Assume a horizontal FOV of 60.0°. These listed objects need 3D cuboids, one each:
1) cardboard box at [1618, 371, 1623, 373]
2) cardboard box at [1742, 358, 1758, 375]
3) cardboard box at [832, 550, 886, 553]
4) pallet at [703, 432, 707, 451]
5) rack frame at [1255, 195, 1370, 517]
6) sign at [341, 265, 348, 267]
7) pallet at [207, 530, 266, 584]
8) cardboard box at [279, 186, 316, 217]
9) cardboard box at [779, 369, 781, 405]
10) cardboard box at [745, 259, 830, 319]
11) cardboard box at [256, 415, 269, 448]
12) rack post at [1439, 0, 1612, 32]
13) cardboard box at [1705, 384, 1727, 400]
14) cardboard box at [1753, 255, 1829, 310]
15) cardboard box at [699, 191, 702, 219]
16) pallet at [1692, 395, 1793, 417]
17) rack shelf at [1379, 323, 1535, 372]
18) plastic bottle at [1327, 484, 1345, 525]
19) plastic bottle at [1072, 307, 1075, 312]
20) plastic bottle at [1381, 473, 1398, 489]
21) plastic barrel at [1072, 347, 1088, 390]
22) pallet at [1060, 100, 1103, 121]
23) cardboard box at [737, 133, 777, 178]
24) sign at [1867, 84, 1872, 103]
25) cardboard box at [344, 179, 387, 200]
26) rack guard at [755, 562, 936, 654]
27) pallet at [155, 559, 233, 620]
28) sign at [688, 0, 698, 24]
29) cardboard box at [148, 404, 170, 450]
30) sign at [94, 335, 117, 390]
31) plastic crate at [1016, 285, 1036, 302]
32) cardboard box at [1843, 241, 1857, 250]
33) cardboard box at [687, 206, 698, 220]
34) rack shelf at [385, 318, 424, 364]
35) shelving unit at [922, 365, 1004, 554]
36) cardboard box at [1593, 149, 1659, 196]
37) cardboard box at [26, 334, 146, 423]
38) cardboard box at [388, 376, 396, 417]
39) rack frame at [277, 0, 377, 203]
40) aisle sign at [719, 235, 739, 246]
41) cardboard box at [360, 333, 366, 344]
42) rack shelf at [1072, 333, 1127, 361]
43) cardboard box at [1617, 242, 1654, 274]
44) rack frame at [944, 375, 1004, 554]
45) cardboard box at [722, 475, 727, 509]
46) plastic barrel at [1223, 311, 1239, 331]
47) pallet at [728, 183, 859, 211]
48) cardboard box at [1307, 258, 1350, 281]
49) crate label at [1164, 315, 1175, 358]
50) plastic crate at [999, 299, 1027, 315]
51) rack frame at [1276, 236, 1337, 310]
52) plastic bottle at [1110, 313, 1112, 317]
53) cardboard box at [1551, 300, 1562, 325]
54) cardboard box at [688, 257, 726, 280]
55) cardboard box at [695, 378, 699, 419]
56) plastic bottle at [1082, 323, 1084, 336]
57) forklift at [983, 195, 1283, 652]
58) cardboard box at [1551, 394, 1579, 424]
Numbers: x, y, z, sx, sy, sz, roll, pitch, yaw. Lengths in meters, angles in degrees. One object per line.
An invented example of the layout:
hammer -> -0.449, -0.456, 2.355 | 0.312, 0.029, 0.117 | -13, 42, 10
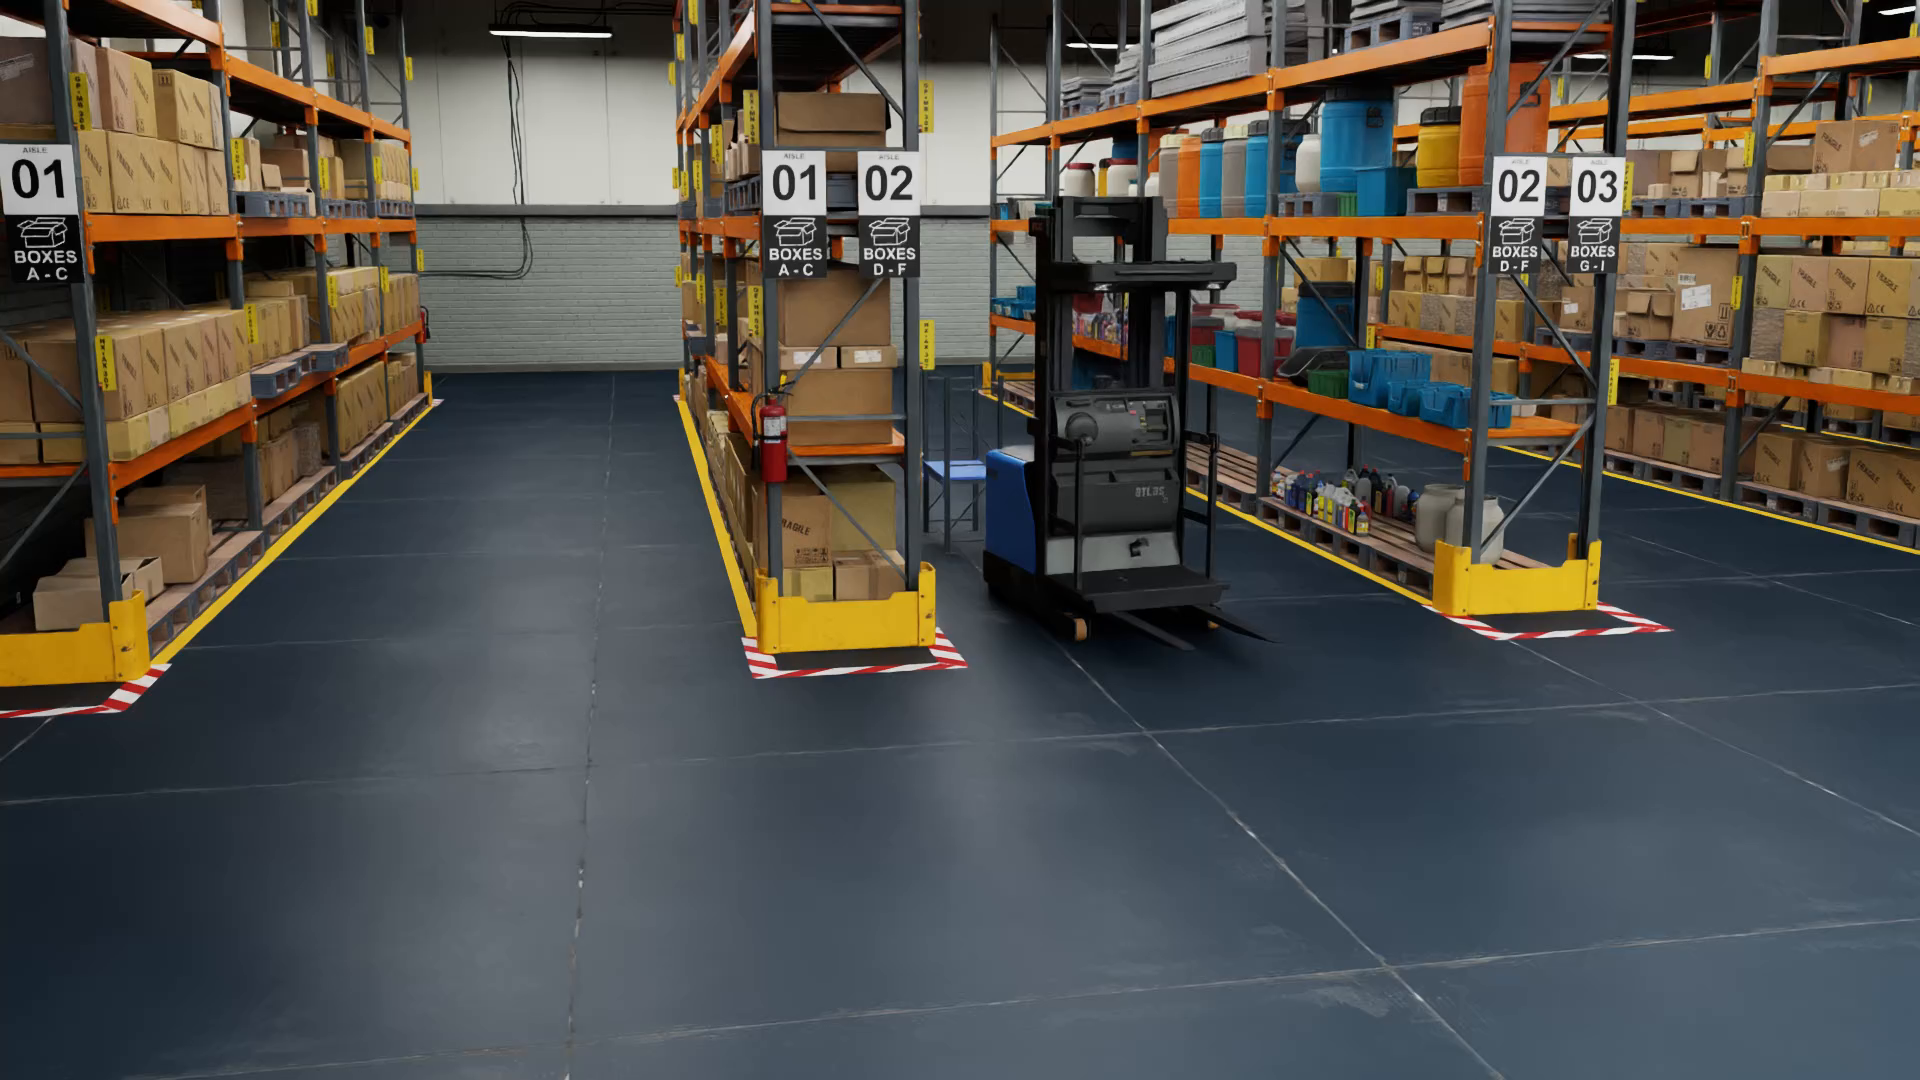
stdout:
cardboard box -> 10.935, -2.804, 27.110 | 0.380, 0.149, 0.250 | -2, 11, -8
cardboard box -> 7.924, -1.709, 16.325 | 0.380, 0.149, 0.250 | -2, 11, -11
cardboard box -> -0.750, 0.157, 12.081 | 0.500, 0.250, 0.500 | -2, 11, -11
pallet -> -2.661, -1.249, 20.692 | 1.003, 0.211, 1.213 | -2, 11, -11
rack frame -> 3.319, -1.703, 15.620 | 1.000, 3.000, 0.127 | -2, 11, -11
sign -> -9.278, -3.988, 25.102 | 0.100, 0.325, 0.005 | -2, 11, -11
pallet -> -6.234, 0.149, 13.347 | 1.003, 0.211, 1.213 | -2, 11, -11
cardboard box -> -6.772, -3.393, 16.665 | 0.500, 0.311, 0.500 | -2, 11, -11
cardboard box -> -0.948, -1.021, 11.771 | 0.700, 0.500, 0.500 | -2, 11, -10
cardboard box -> -1.448, -2.129, 14.120 | 0.700, 0.500, 0.500 | -2, 11, -11
cardboard box -> -6.752, -1.009, 15.480 | 0.500, 0.250, 0.500 | -2, 11, -13
rack post -> 4.075, -3.814, 12.004 | 0.937, 0.300, 0.954 | -1, 11, -5
cardboard box -> 11.390, -2.345, 24.557 | 0.500, 0.500, 0.500 | -2, 11, -9
cardboard box -> 8.015, -2.477, 15.953 | 0.500, 0.500, 0.500 | -2, 11, -11
cardboard box -> -2.536, -3.952, 19.147 | 0.910, 0.500, 0.500 | -2, 11, -11
pallet -> 11.659, -1.999, 24.636 | 1.003, 0.211, 1.213 | -2, 11, -11
rack shelf -> 7.010, -2.630, 22.415 | 1.077, 0.370, 4.000 | -2, 11, -11
plastic bottle -> 3.224, -0.308, 14.199 | 0.144, 0.351, 0.185 | -2, 11, -9
plastic bottle -> 1.521, -3.062, 22.893 | 0.144, 0.351, 0.185 | -2, 11, -11
plastic bottle -> 3.827, -0.415, 14.765 | 0.144, 0.351, 0.185 | -2, 11, -11
plastic barrel -> 1.852, -2.245, 22.958 | 0.600, 0.901, 0.708 | -2, 11, -11
pallet -> 1.954, -5.677, 22.031 | 1.003, 0.211, 1.213 | -2, 11, -11
cardboard box -> -1.353, -2.798, 12.093 | 0.500, 0.311, 0.500 | -1, 11, -4
sign -> 16.099, -7.906, 29.457 | 0.100, 0.325, 0.005 | -2, 11, -11
cardboard box -> -7.831, -4.601, 21.837 | 0.500, 0.250, 0.500 | -2, 11, -11
rack guard -> -0.758, 0.443, 11.033 | 1.175, 0.500, 0.348 | -2, 11, -11
pallet -> -5.993, 0.374, 12.169 | 1.003, 0.211, 1.213 | -2, 11, -11
sign -> -2.849, -5.680, 17.763 | 0.100, 0.325, 0.005 | -2, 11, -11
cardboard box -> -5.519, -0.741, 10.913 | 0.500, 0.250, 0.500 | -2, 11, -13
sign -> -5.089, -1.054, 9.895 | 0.100, 0.325, 0.005 | -2, 11, -11
plastic crate -> 1.233, -3.896, 26.887 | 0.616, 0.435, 0.499 | -2, 11, -11
cardboard box -> 15.489, -5.083, 28.703 | 0.380, 0.149, 0.250 | -2, 11, -13
cardboard box -> -3.452, -4.470, 22.537 | 0.500, 0.250, 0.500 | -2, 11, -11
rack shelf -> -8.344, -2.823, 23.430 | 1.077, 0.370, 4.000 | -2, 11, -11
shelving unit -> 0.017, -0.721, 14.474 | 0.538, 1.500, 1.048 | -2, 11, -11
cardboard box -> 7.438, -4.104, 18.609 | 0.500, 0.500, 0.500 | -2, 11, -13
cardboard box -> -5.419, -1.012, 10.332 | 0.500, 0.500, 0.500 | -2, 11, -11
cardboard box -> -8.000, -1.929, 22.371 | 0.700, 0.500, 0.500 | -2, 11, -10
rack frame -> -7.955, -5.757, 20.875 | 1.000, 3.000, 0.127 | -2, 11, -11
aisle sign -> -3.587, -5.025, 26.122 | 0.394, 0.787, 0.004 | -2, 11, -11
cardboard box -> -7.442, -2.456, 20.197 | 0.380, 0.149, 0.250 | -2, 11, -11
rack shelf -> 2.152, -2.450, 21.469 | 1.077, 0.370, 4.000 | -2, 11, -11
cardboard box -> 10.841, -4.558, 26.885 | 0.500, 0.500, 0.500 | -2, 11, -13
rack frame -> 0.115, -0.628, 13.984 | 0.500, 1.500, 0.032 | -2, 11, -11
cardboard box -> -1.906, -0.444, 15.239 | 0.500, 0.250, 0.500 | -2, 11, -12
plastic barrel -> 3.032, -2.233, 18.107 | 0.421, 0.512, 0.421 | 0, 11, 0
pallet -> -1.349, -2.798, 13.588 | 1.003, 0.211, 1.213 | -2, 11, -11
cardboard box -> 5.876, -4.240, 26.552 | 0.500, 0.500, 0.500 | -2, 11, -13
crate label -> 2.469, -2.262, 18.462 | 0.502, 0.435, 0.616 | -2, 11, -11
plastic crate -> 0.838, -3.673, 26.258 | 0.416, 0.233, 0.300 | -2, 11, -11
rack frame -> 5.843, -4.084, 28.129 | 1.000, 3.000, 0.127 | -2, 11, -11
plastic bottle -> 2.157, -3.048, 23.022 | 0.152, 0.276, 0.135 | -2, 11, -11
cardboard box -> 7.572, -2.765, 20.932 | 0.500, 0.500, 0.500 | -2, 11, -9
cardboard box -> -3.449, -3.614, 22.721 | 0.500, 0.500, 0.500 | -2, 11, -11
cardboard box -> -3.242, -1.881, 22.066 | 0.500, 0.500, 0.500 | -3, 11, -14
plastic bottle -> 1.655, -2.782, 21.819 | 0.097, 0.201, 0.097 | 0, 11, 0
forklift -> 1.158, -0.843, 11.285 | 1.130, 2.935, 3.031 | -4, 11, -20
cardboard box -> 7.549, -1.482, 19.971 | 0.700, 0.500, 0.500 | -3, 11, -14
